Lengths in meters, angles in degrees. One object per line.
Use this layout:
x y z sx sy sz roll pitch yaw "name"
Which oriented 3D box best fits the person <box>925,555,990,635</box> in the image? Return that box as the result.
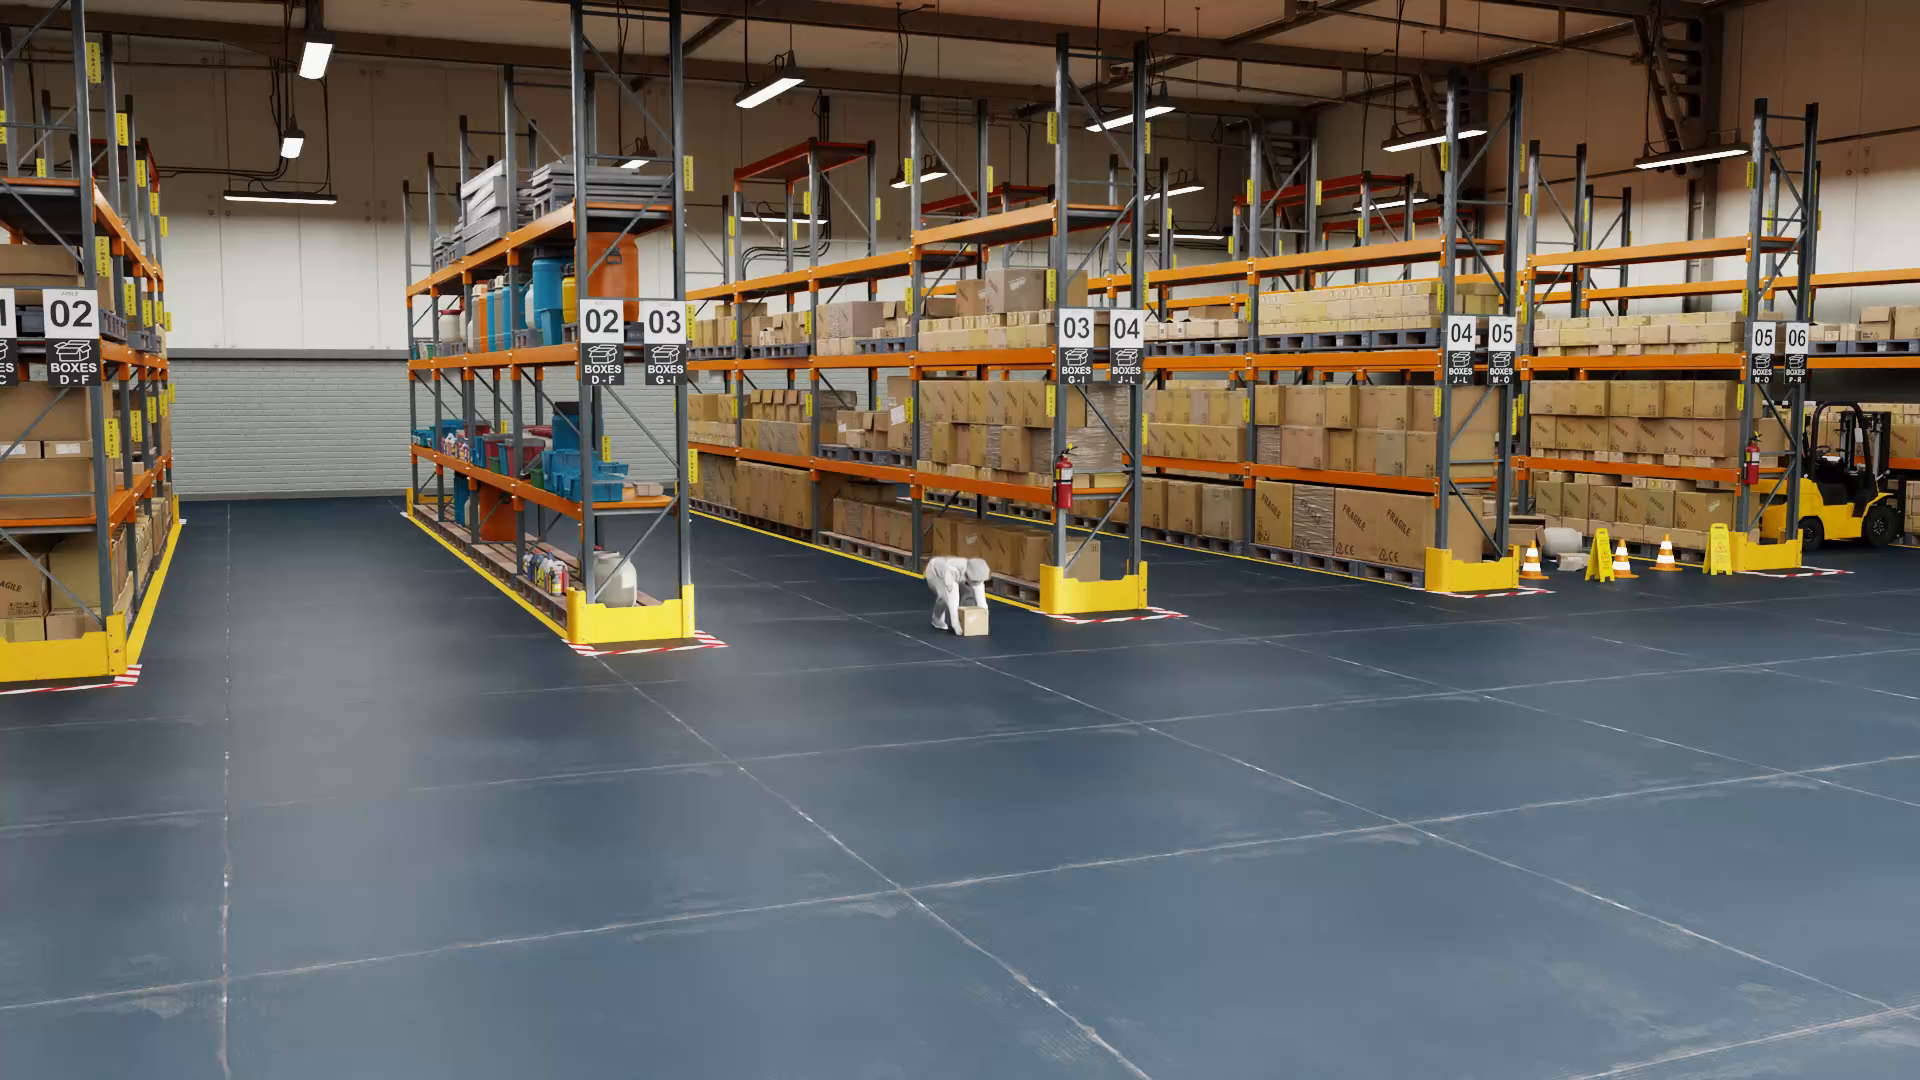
-0.021 0.524 16.439 0.445 0.761 0.914 -3 6 -25 "person"
